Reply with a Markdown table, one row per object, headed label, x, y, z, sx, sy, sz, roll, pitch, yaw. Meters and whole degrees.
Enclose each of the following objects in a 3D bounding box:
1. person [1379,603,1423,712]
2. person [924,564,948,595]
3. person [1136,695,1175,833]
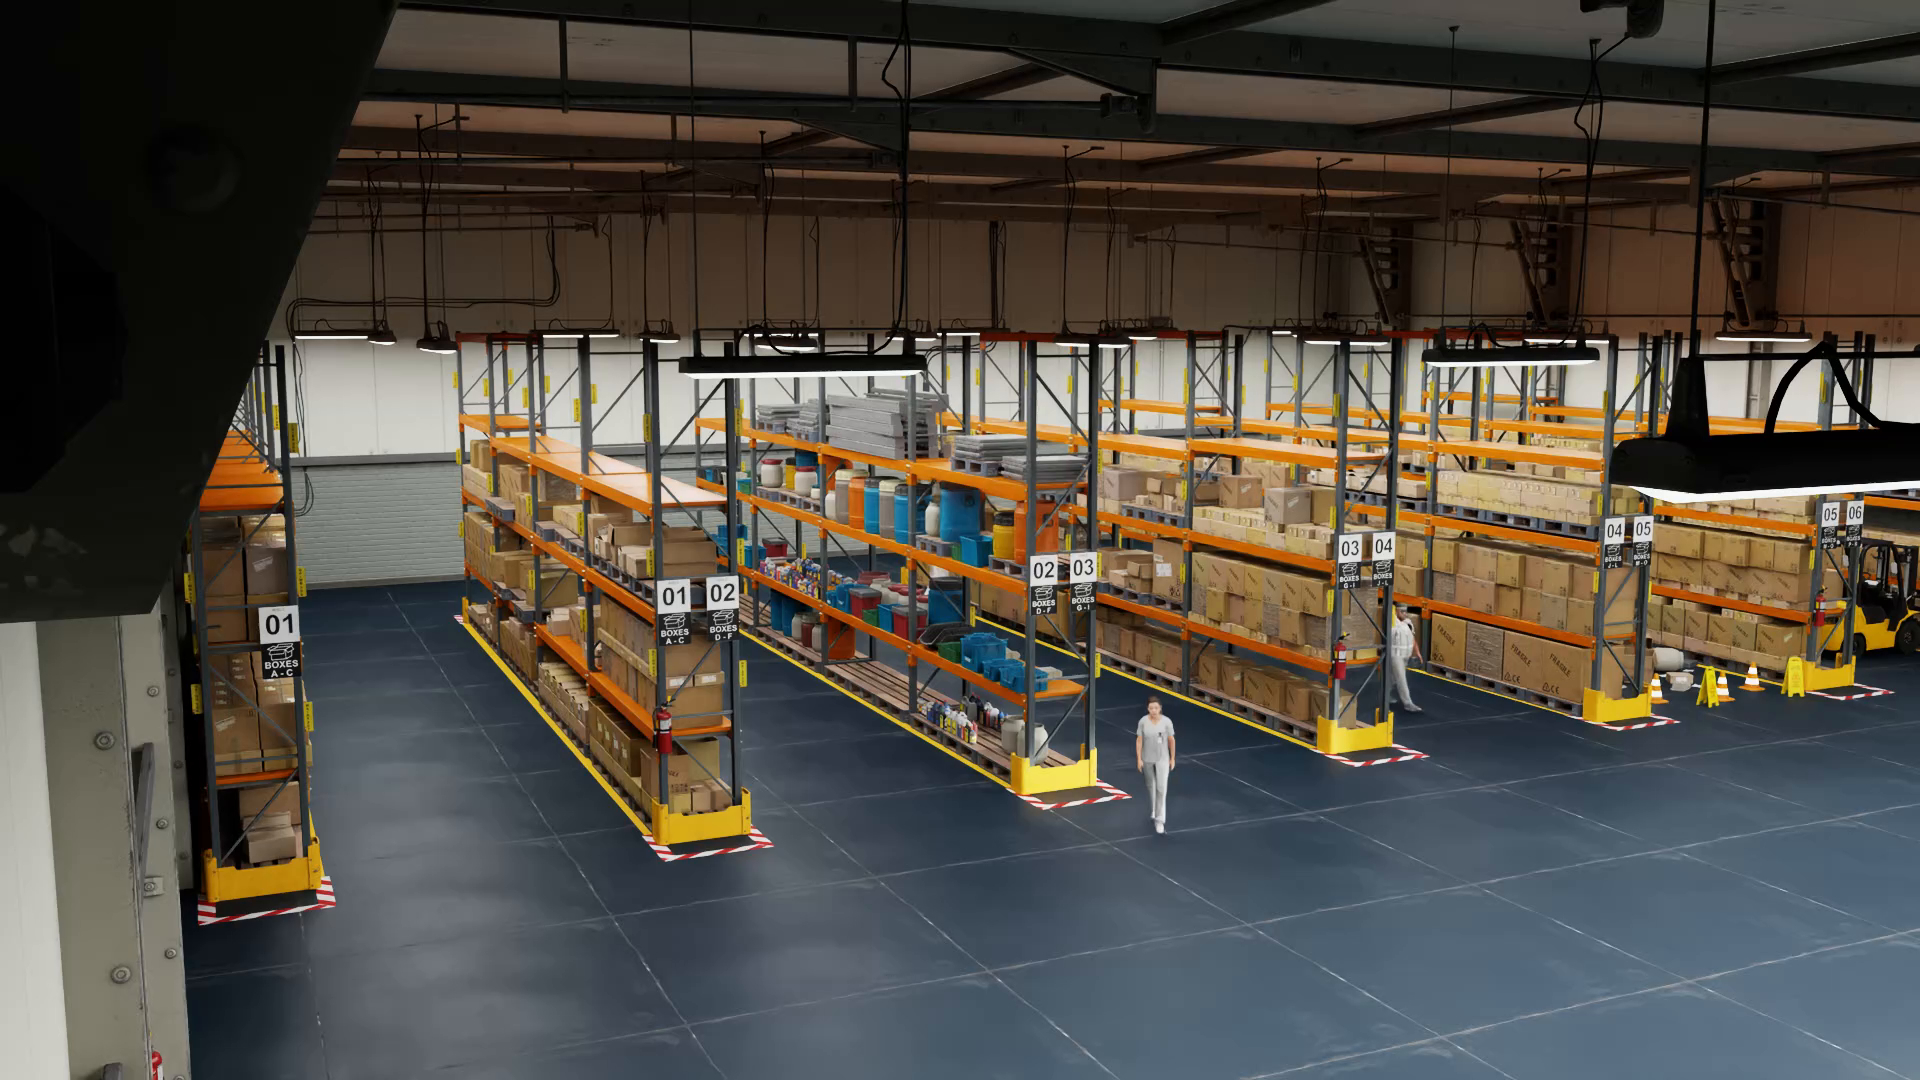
| label | x | y | z | sx | sy | sz | roll | pitch | yaw |
| --- | --- | --- | --- | --- | --- | --- | --- | --- | --- |
| person | 7.147 | 1.852 | 26.834 | 0.554 | 1.705 | 1.004 | -5 | 9 | -33 |
| person | -0.407 | 0.946 | 33.438 | 0.539 | 1.779 | 0.638 | 4 | 9 | 27 |
| person | 2.402 | 2.739 | 20.592 | 0.466 | 1.618 | 0.978 | 3 | 8 | 19 |
